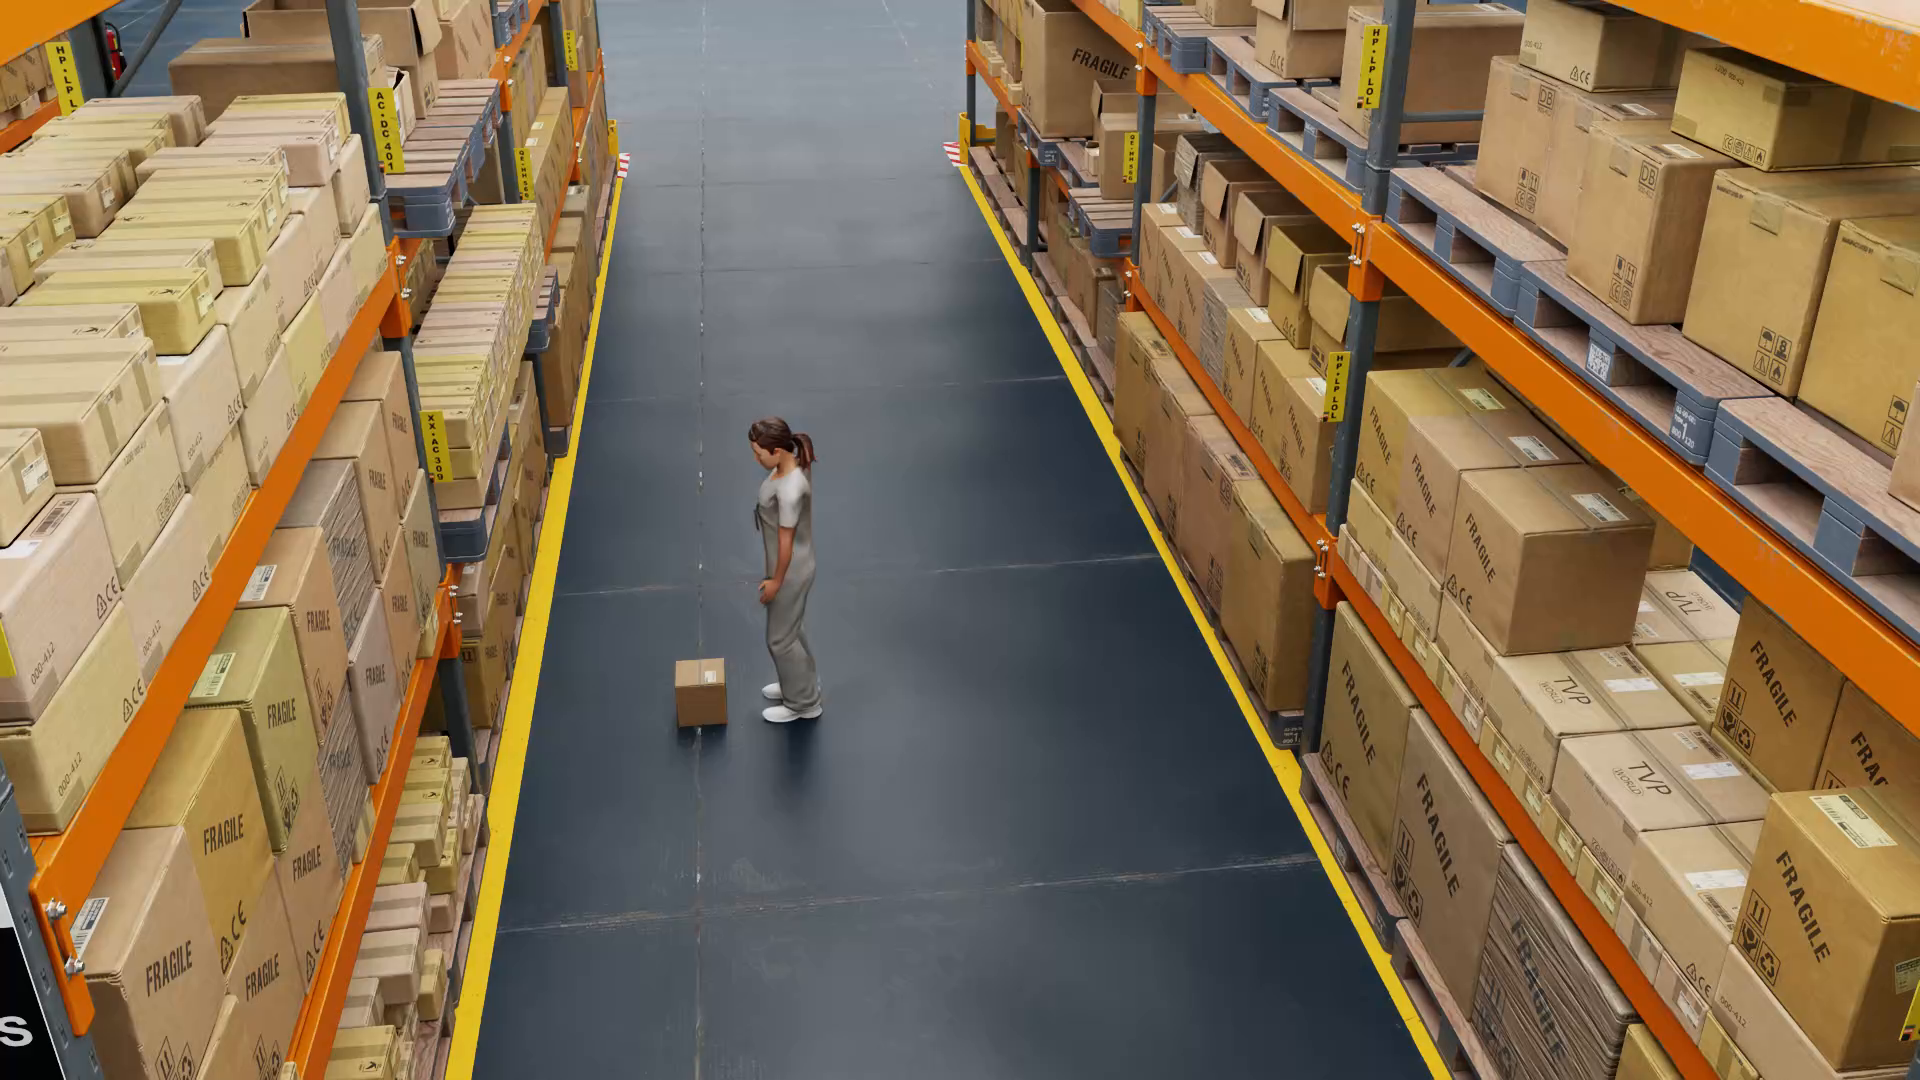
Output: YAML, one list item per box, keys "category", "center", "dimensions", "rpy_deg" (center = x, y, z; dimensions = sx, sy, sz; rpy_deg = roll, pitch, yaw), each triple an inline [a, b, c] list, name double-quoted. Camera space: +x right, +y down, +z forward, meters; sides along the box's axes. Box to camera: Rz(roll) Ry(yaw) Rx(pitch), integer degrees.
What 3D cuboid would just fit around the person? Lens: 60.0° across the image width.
- category: "person"
  center: [-0.860, 0.147, 8.354]
  dimensions: [0.352, 1.666, 0.447]
  rpy_deg: [-3, 27, -6]
